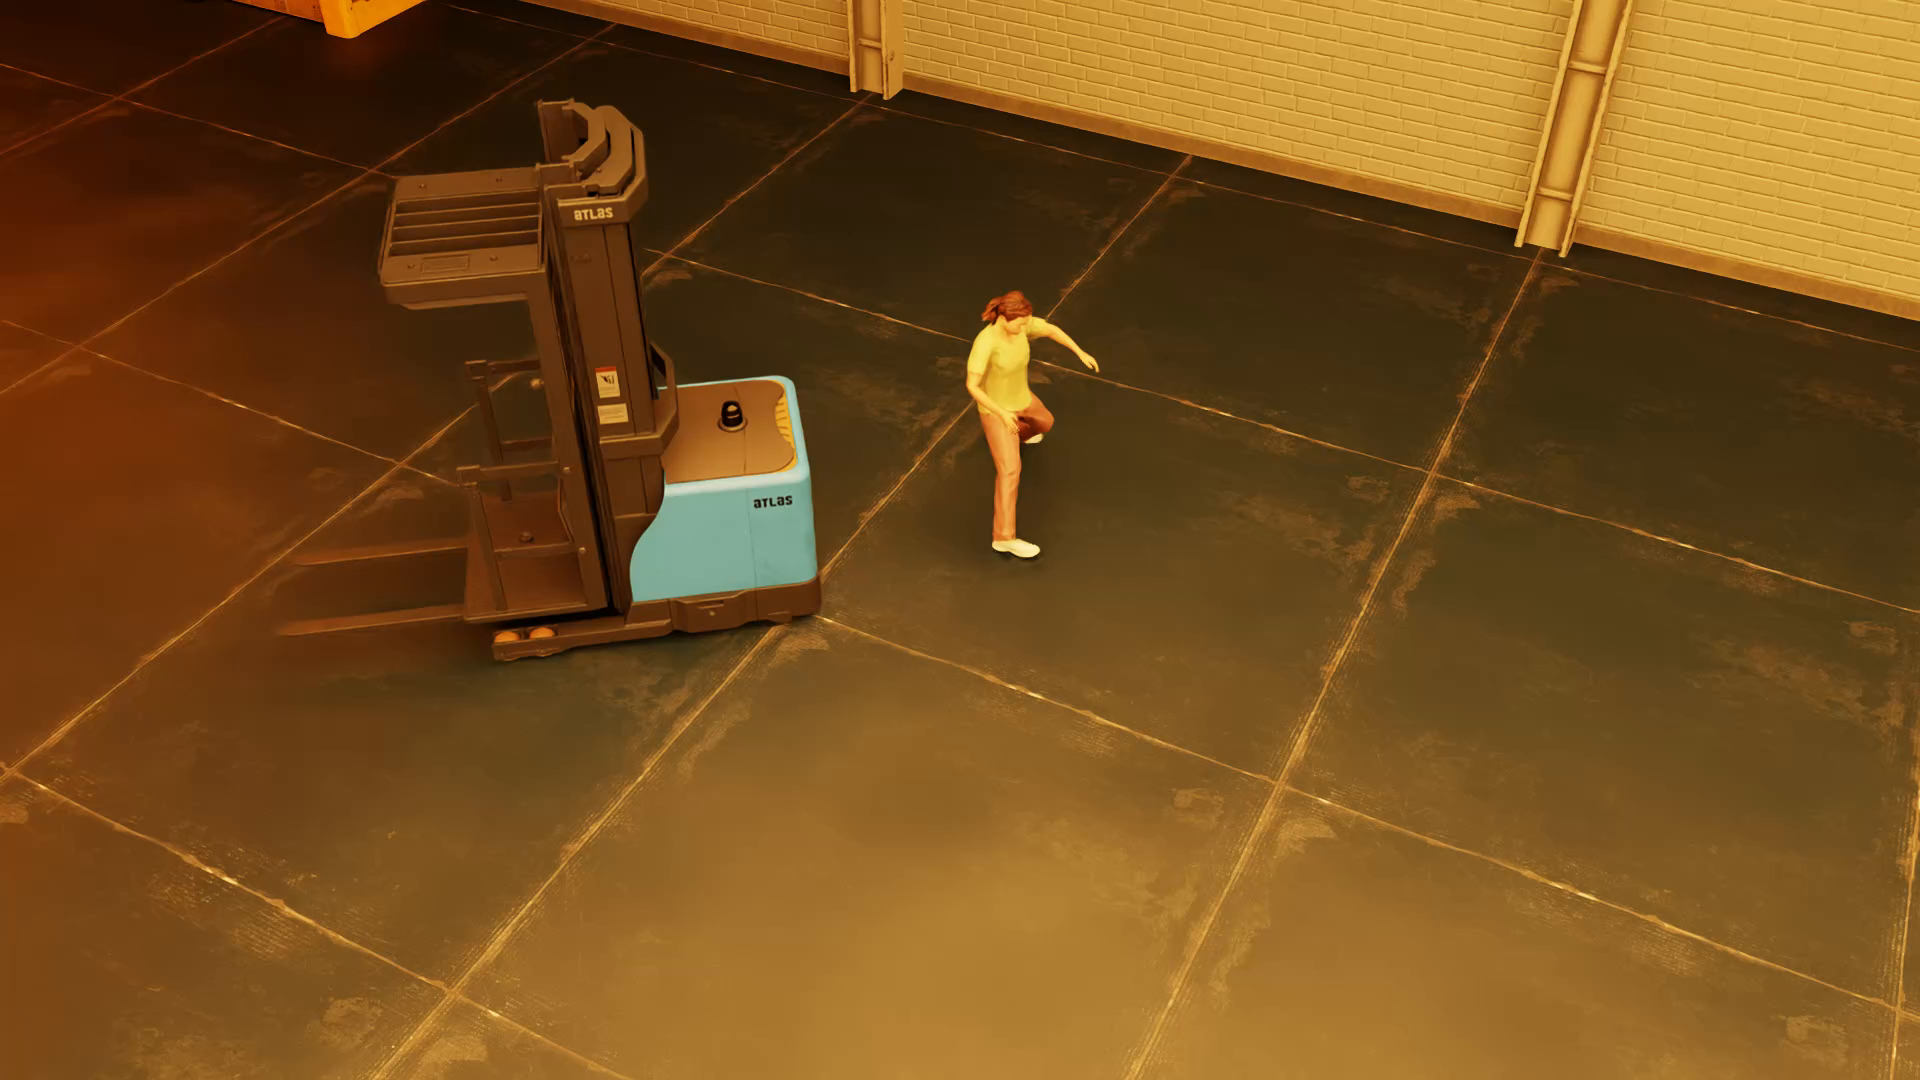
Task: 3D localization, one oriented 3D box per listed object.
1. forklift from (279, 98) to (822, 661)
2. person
[{"bbox_3d":[-2.374,-0.805,8.942,3.031,2.935,1.130,-7,41,-8],"label":"forklift"},{"bbox_3d":[0.407,-0.850,10.129,0.962,1.501,1.099,30,49,31],"label":"person"}]
